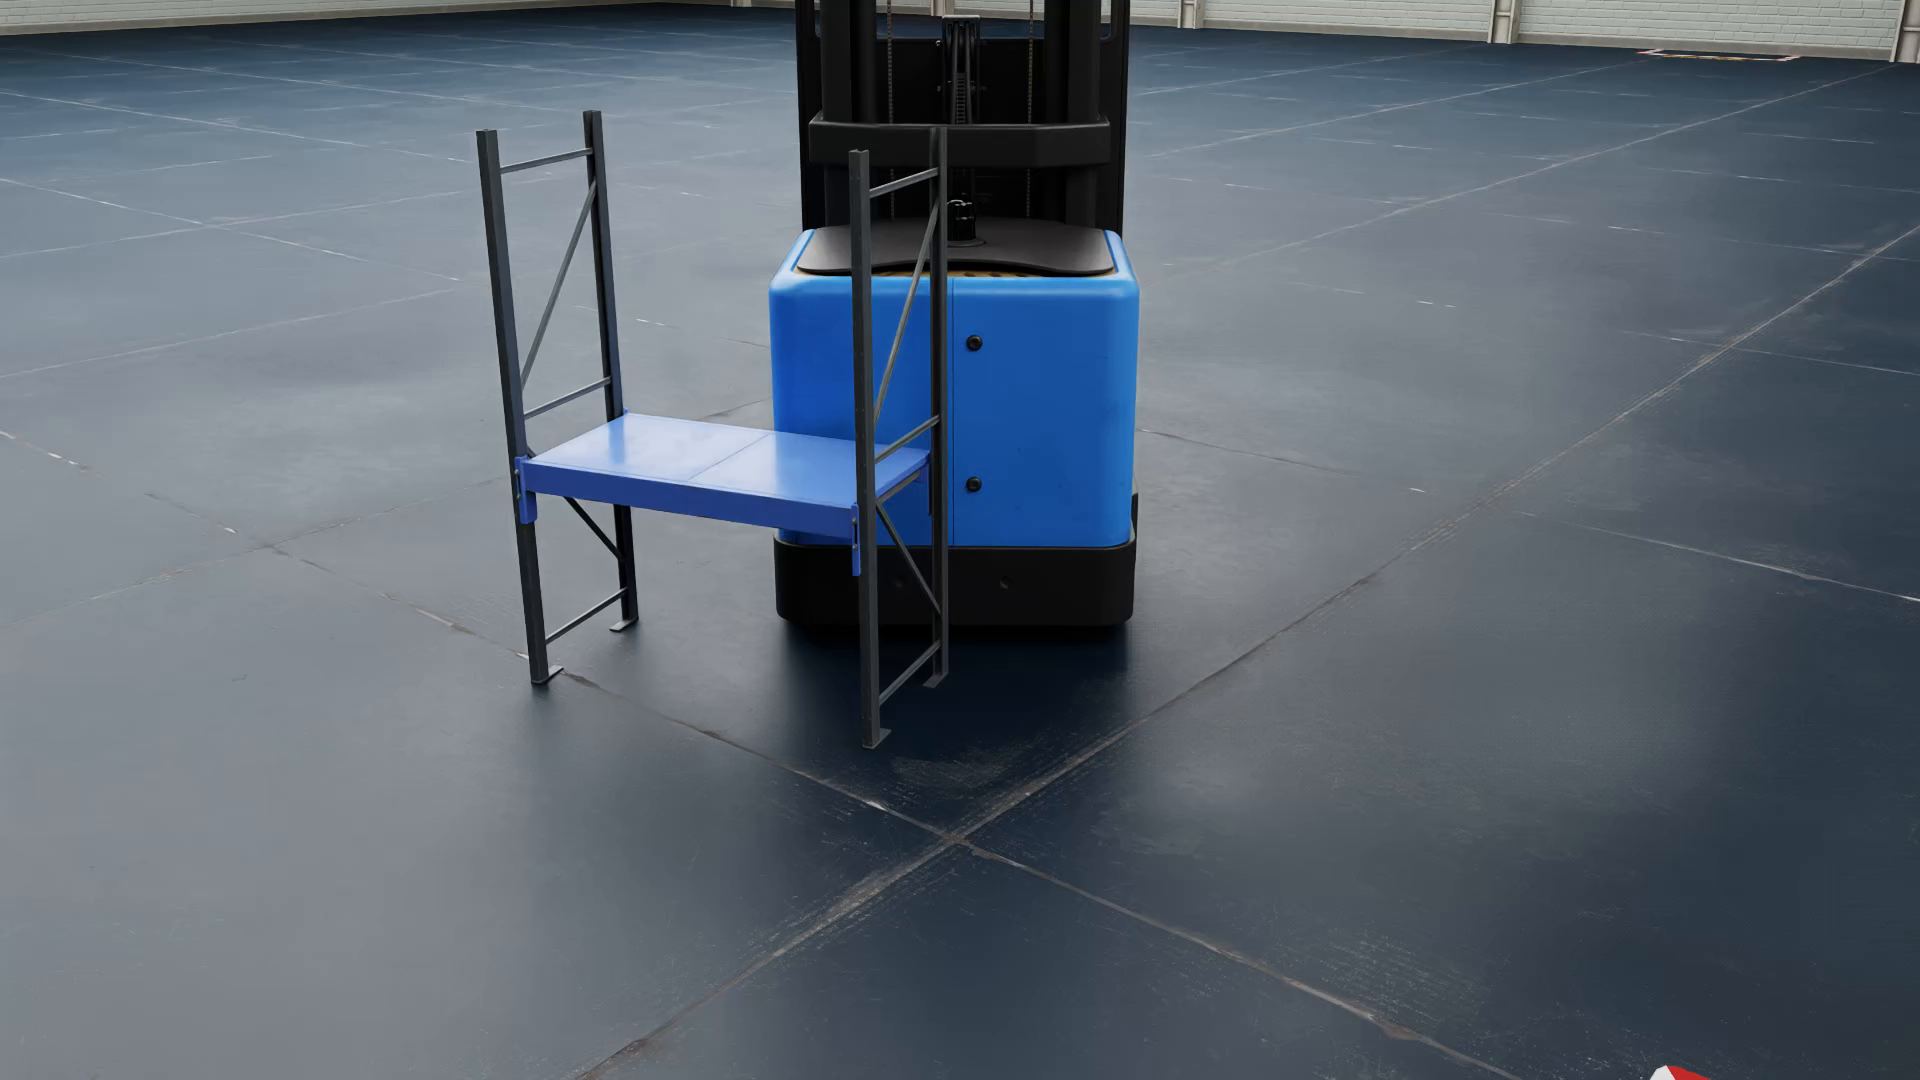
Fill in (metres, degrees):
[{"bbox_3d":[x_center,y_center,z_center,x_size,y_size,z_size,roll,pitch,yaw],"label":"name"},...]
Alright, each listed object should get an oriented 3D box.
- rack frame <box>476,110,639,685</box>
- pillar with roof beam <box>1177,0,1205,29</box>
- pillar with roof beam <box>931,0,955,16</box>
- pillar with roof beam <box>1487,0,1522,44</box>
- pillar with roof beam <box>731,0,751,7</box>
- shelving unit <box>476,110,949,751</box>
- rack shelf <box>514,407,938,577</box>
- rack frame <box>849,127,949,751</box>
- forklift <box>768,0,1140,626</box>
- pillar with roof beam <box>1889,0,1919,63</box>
[{"bbox_3d":[-1.081,-0.384,4.560,0.032,1.500,0.500,8,22,21],"label":"rack frame"},{"bbox_3d":[1.574,-12.574,26.258,0.400,9.000,9.100,16,26,36],"label":"pillar with roof beam"},{"bbox_3d":[-3.074,-13.912,29.808,0.400,9.000,9.100,16,26,36],"label":"pillar with roof beam"},{"bbox_3d":[6.222,-11.235,22.708,0.400,9.000,9.100,16,26,36],"label":"pillar with roof beam"},{"bbox_3d":[-7.723,-15.251,33.357,0.400,9.000,9.100,16,26,36],"label":"pillar with roof beam"},{"bbox_3d":[-0.611,-0.315,4.379,1.048,1.500,0.538,8,22,21],"label":"shelving unit"},{"bbox_3d":[-0.611,-0.147,4.442,1.000,0.185,0.538,8,22,21],"label":"rack shelf"},{"bbox_3d":[-0.141,-0.247,4.198,0.032,1.500,0.500,8,22,21],"label":"rack frame"},{"bbox_3d":[0.014,-1.591,5.734,1.130,2.935,3.031,0,21,1],"label":"forklift"},{"bbox_3d":[10.871,-9.896,19.158,0.400,9.000,9.100,16,26,36],"label":"pillar with roof beam"}]
